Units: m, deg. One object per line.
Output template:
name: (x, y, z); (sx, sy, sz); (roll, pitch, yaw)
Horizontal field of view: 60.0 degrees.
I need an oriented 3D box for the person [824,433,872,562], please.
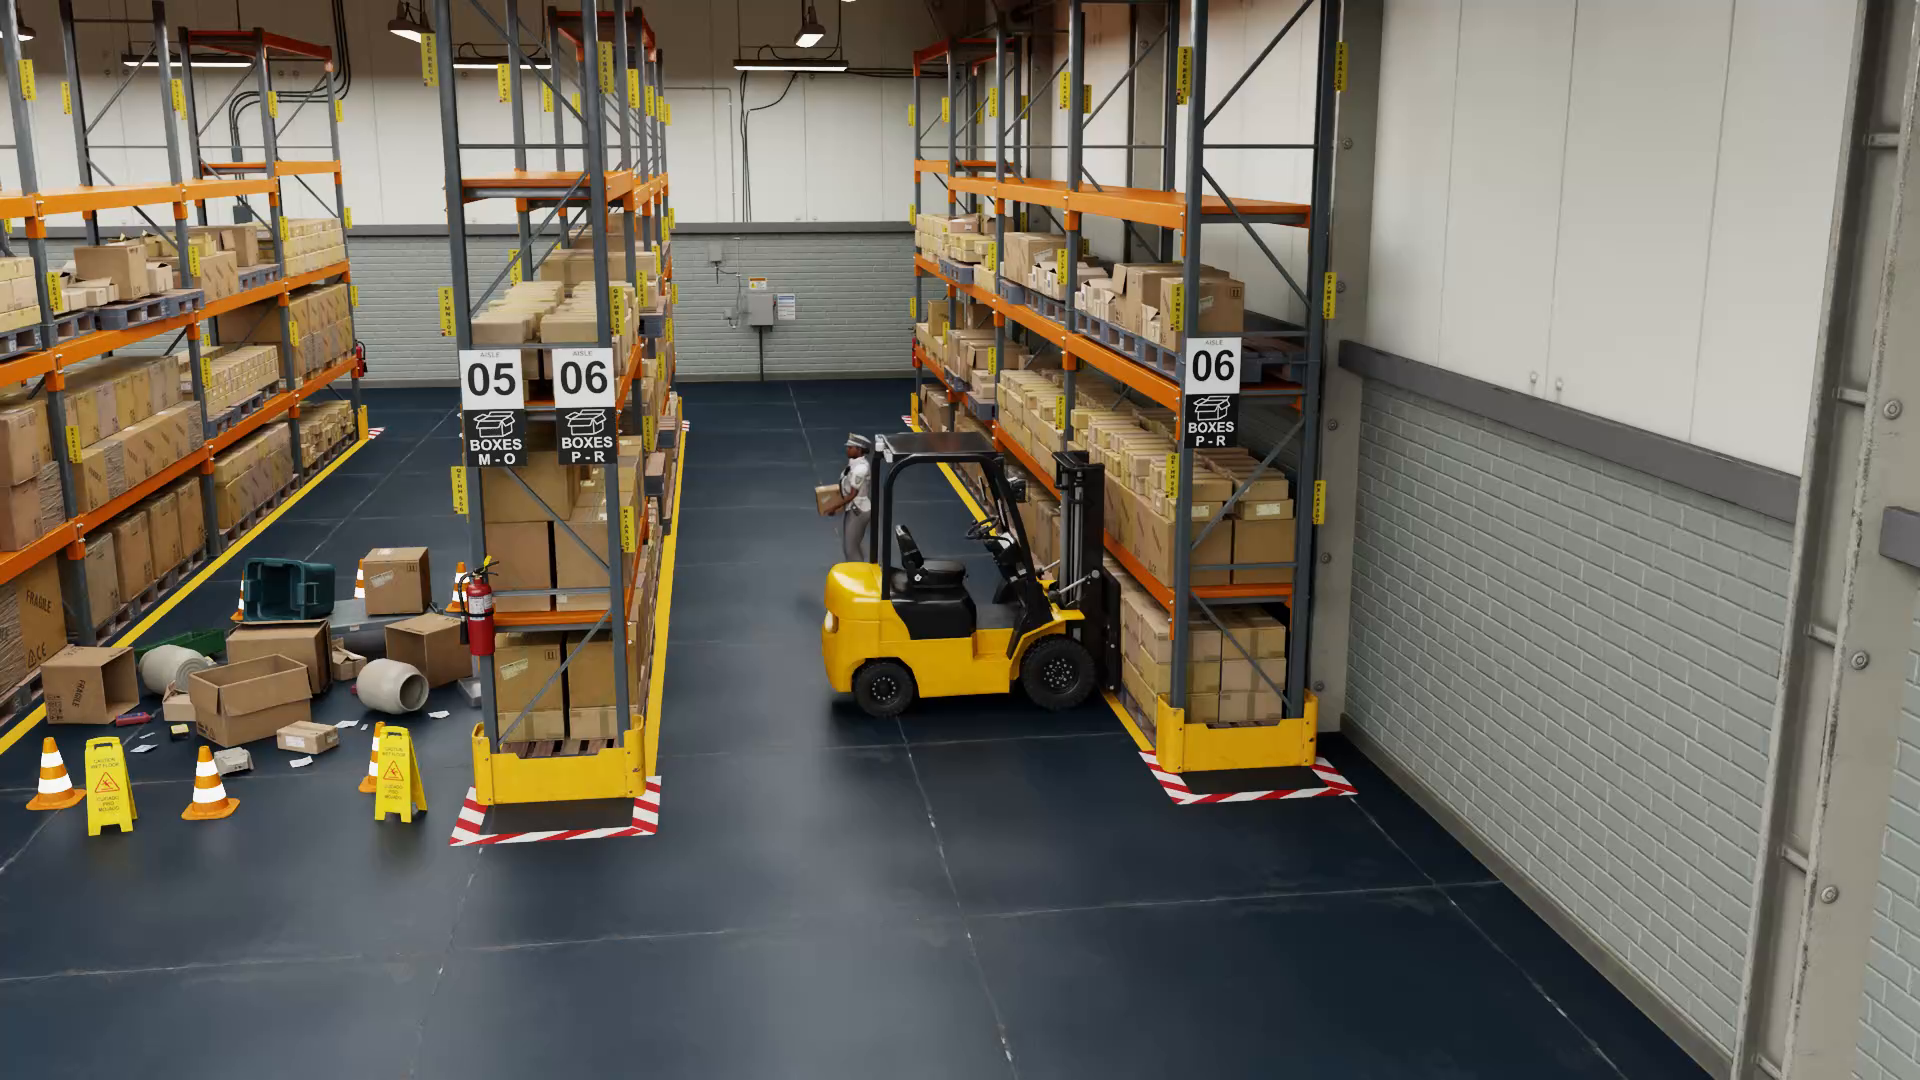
person: (-1.156, -0.271, 17.087); (0.510, 1.691, 0.449); (-2, 13, -8)
